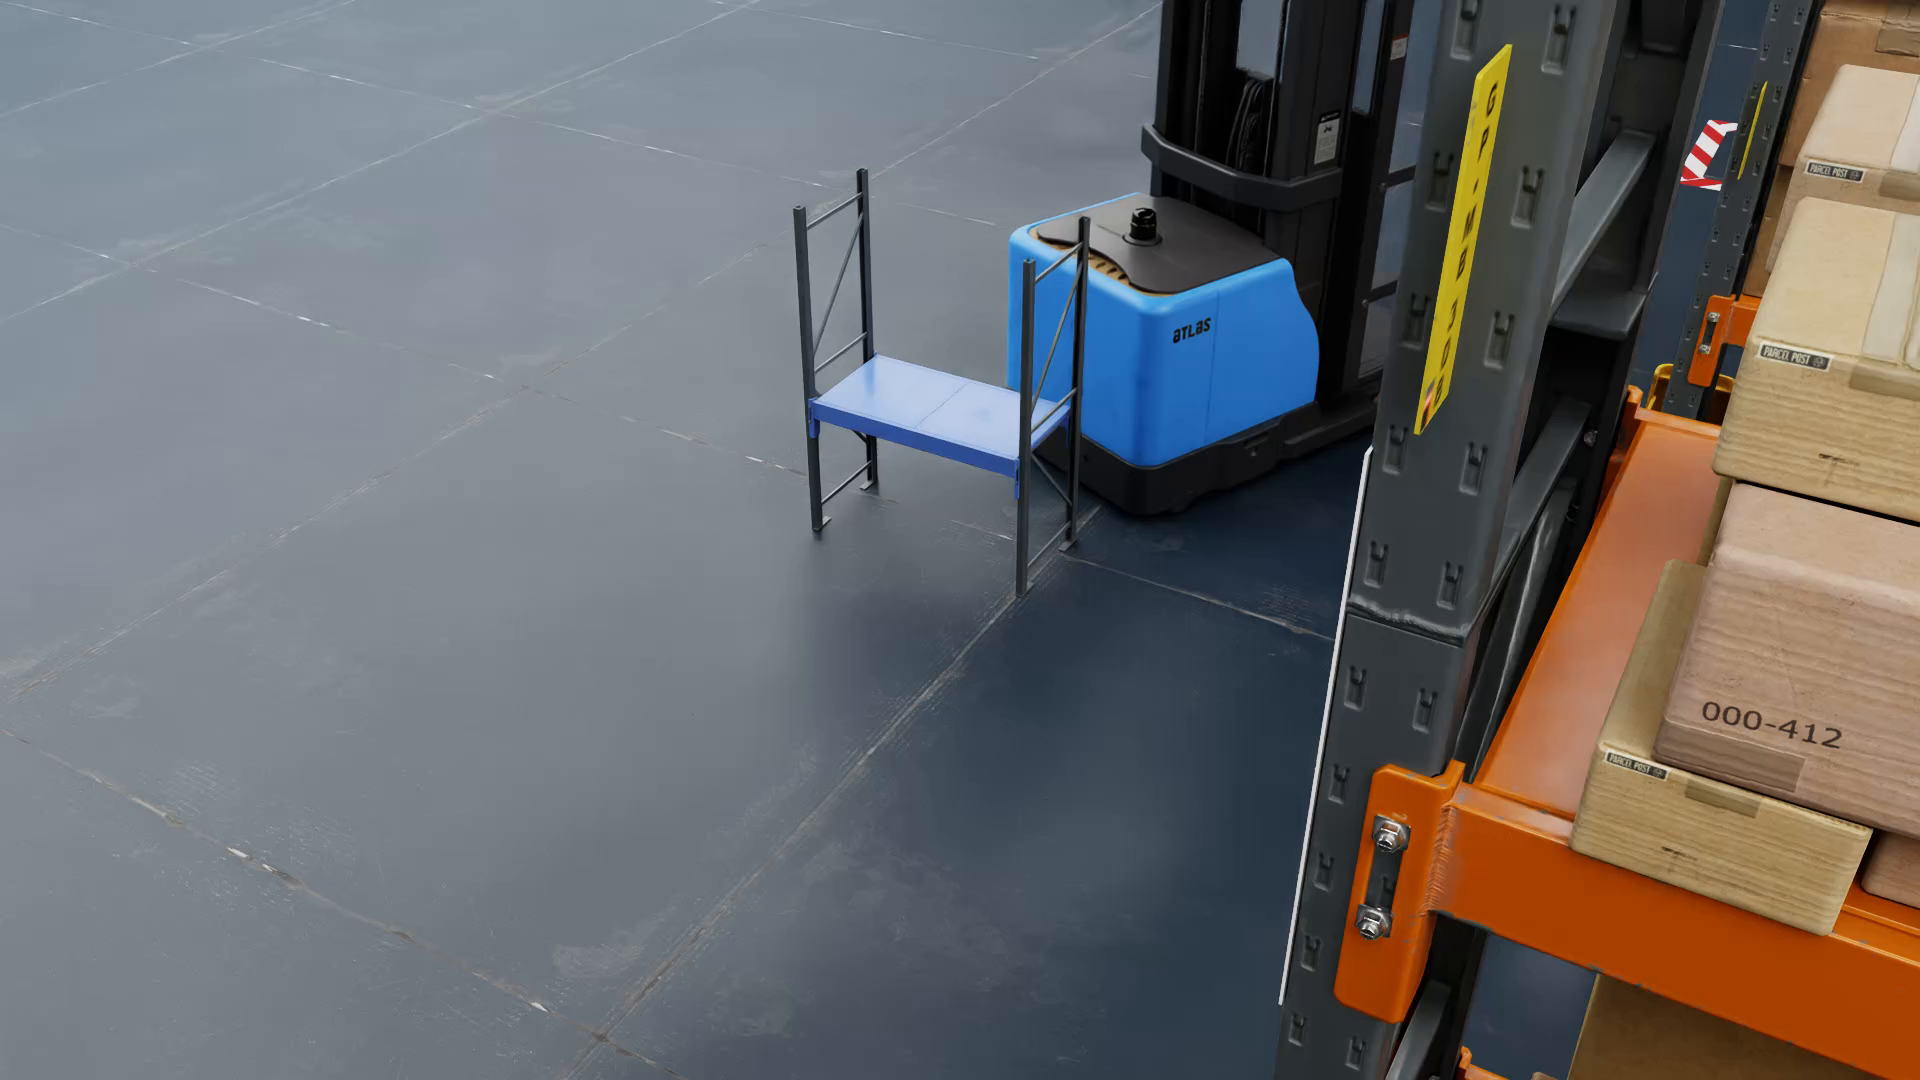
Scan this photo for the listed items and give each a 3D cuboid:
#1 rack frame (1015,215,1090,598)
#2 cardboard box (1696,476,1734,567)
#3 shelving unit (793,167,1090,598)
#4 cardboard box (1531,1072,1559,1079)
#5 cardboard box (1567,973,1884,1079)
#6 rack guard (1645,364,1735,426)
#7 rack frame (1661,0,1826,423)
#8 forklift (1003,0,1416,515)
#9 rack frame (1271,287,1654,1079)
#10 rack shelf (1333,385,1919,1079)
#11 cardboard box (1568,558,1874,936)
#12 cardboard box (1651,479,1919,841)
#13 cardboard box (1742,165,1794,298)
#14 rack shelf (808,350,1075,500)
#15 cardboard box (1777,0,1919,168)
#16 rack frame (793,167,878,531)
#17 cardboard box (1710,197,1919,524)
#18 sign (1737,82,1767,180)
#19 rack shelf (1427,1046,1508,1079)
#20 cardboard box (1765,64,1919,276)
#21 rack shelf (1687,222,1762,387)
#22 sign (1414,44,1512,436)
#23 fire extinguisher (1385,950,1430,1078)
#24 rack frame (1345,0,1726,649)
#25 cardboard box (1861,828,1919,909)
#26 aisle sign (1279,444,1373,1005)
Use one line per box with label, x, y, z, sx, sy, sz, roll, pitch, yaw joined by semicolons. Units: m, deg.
rack frame;0.367;-0.508;6.660;0.032;1.500;0.500;18;37;24
cardboard box;1.148;-0.081;2.185;0.250;0.149;0.380;18;38;25
shelving unit;-0.074;-0.648;6.870;1.048;1.500;0.538;18;37;24
cardboard box;0.973;1.198;2.386;0.500;0.500;0.500;17;37;24
cardboard box;1.252;0.554;2.452;0.500;0.500;0.700;17;37;23
rack guard;3.047;-0.276;7.214;0.348;0.500;1.175;18;37;24
rack frame;3.068;-1.310;6.511;0.127;3.000;1.000;18;37;24
forklift;1.689;-1.978;7.575;3.031;2.935;1.130;-22;40;-30
rack frame;0.700;1.100;2.892;0.127;3.000;1.000;18;37;24
rack shelf;2.436;0.701;1.434;4.000;0.370;1.077;18;37;24
cardboard box;0.827;0.203;1.759;0.250;0.149;0.380;18;38;24
cardboard box;1.004;0.056;1.620;0.500;0.250;0.500;17;37;24
cardboard box;3.413;-1.292;6.349;0.550;0.550;0.875;18;37;24
rack shelf;-0.074;-0.498;6.969;1.000;0.185;0.538;18;37;24
cardboard box;3.371;-1.701;5.989;0.550;0.550;0.875;18;37;24
rack frame;-0.515;-0.788;7.079;0.032;1.500;0.500;18;37;24
cardboard box;0.907;-0.180;1.615;0.250;0.149;0.380;17;37;24
sign;2.787;-1.438;5.850;0.005;0.325;0.100;18;37;24
rack shelf;2.436;1.949;2.265;4.000;0.370;1.077;18;37;24
cardboard box;1.140;-0.425;1.983;0.250;0.149;0.380;18;38;25
rack shelf;4.804;-0.461;5.884;4.000;0.370;1.077;18;37;24
sign;0.431;-0.251;1.426;0.005;0.325;0.100;18;37;24
fire extinguisher;0.829;0.879;3.294;0.183;0.674;0.296;18;37;24
rack frame;0.700;-1.397;1.229;0.127;3.000;1.000;18;37;24
cardboard box;1.099;0.233;1.715;0.250;0.149;0.380;16;37;23
aisle sign;0.492;0.150;1.973;0.004;0.787;0.394;18;37;24
